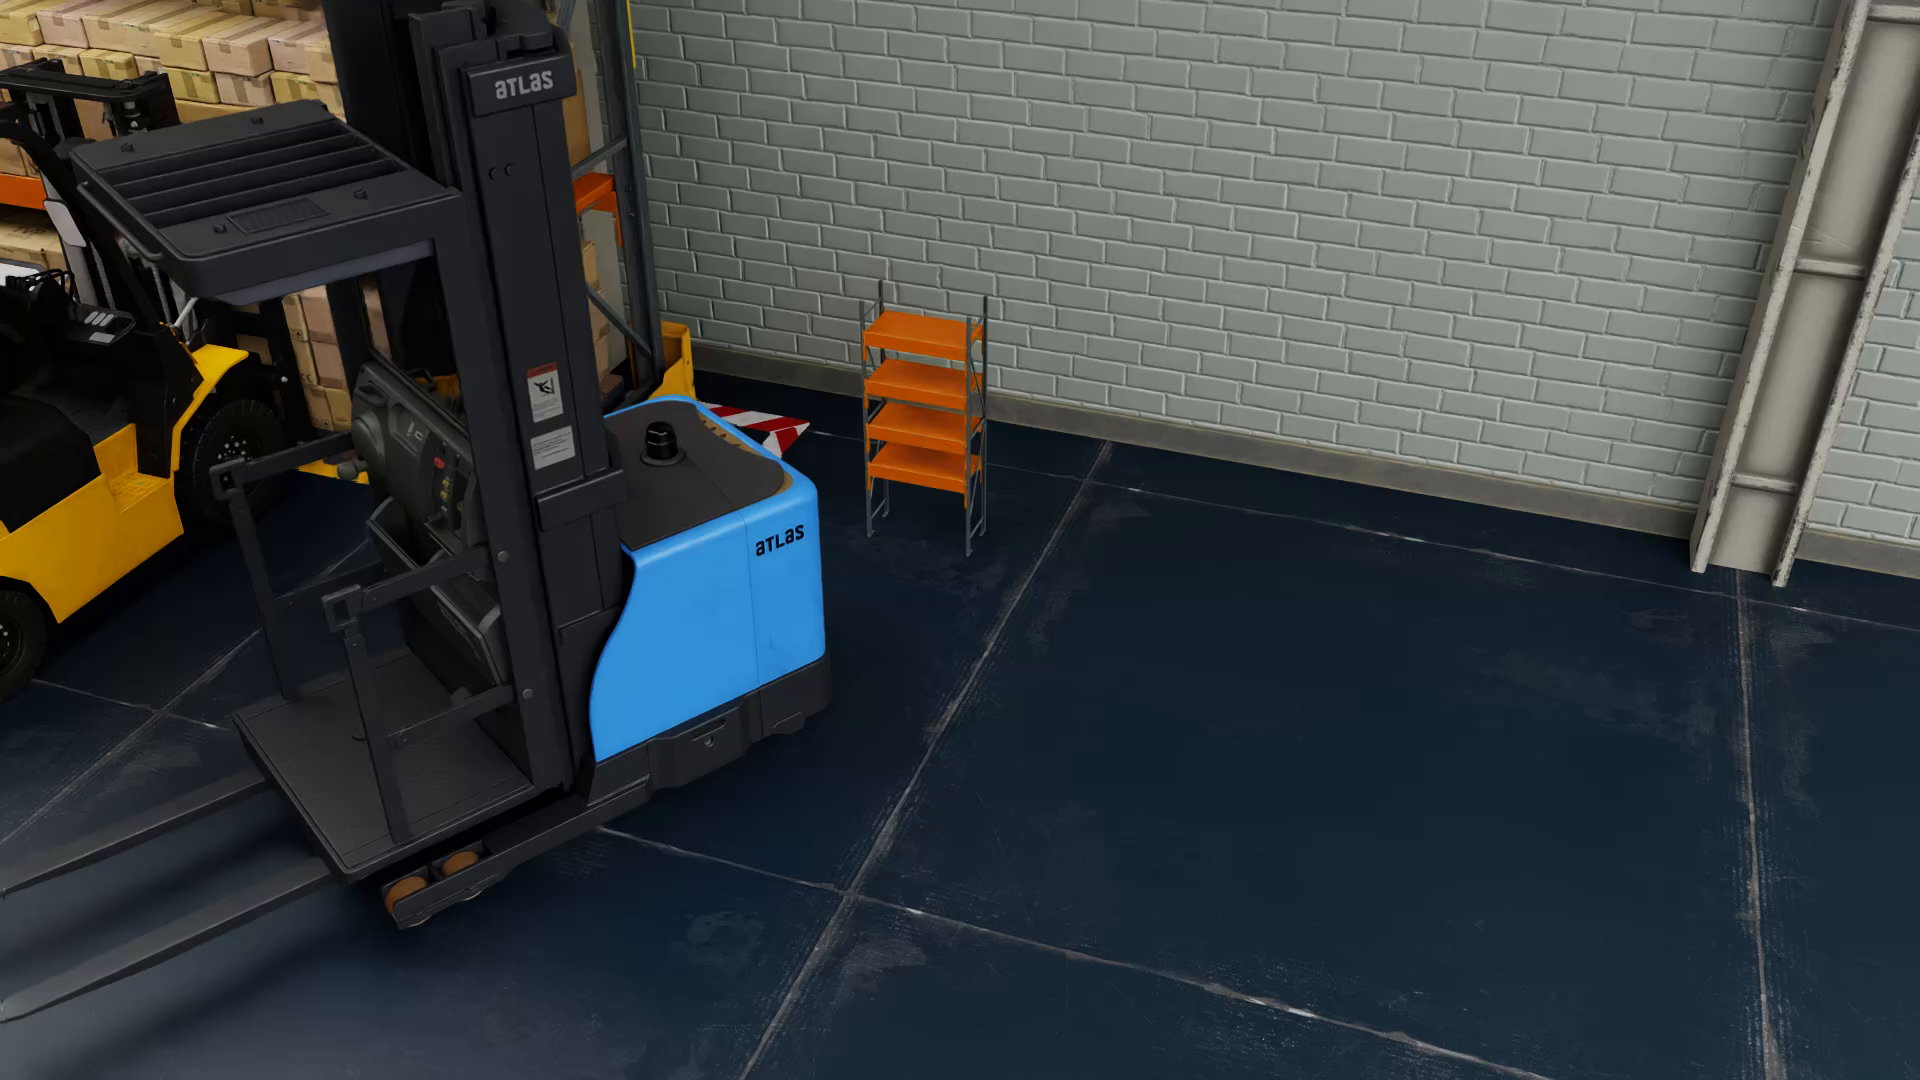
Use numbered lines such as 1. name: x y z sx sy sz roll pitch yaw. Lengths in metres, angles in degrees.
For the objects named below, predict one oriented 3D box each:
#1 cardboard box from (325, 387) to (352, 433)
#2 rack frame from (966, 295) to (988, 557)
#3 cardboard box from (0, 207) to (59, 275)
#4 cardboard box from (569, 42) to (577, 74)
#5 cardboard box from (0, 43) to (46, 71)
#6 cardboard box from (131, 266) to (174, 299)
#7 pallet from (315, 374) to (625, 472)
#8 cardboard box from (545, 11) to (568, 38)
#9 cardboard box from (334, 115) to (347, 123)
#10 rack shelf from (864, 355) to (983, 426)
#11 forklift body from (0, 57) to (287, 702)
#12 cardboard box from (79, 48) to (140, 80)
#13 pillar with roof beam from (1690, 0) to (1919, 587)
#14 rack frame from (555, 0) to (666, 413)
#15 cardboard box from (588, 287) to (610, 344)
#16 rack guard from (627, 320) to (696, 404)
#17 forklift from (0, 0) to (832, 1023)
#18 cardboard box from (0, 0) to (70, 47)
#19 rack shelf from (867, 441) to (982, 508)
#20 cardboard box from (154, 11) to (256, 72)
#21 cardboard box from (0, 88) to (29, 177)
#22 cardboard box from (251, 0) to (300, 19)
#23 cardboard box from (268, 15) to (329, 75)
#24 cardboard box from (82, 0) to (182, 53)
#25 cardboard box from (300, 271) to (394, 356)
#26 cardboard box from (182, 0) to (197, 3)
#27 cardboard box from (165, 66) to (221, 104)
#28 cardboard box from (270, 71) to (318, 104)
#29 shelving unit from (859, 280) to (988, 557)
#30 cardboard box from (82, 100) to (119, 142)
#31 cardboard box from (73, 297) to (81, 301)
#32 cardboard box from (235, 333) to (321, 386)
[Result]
1. cardboard box: -2.761 -0.716 8.241 0.500 0.250 0.500 11 34 16
2. rack frame: 0.074 -0.490 7.402 0.015 1.200 0.240 11 34 16
3. cardboard box: -4.685 -1.500 8.533 0.500 0.250 0.500 11 34 17
4. cardboard box: -1.979 -2.183 7.675 0.250 0.149 0.380 10 34 15
5. cardboard box: -4.349 -2.316 7.881 0.250 0.149 0.380 11 34 16
6. cardboard box: -3.722 -1.315 8.247 0.500 0.250 0.500 10 34 15
7. pallet: -2.481 -0.621 8.517 1.213 0.211 1.003 11 34 16
8. cardboard box: -1.991 -2.284 7.558 0.250 0.149 0.380 10 34 16
9. cardboard box: -2.785 -1.772 7.636 0.500 0.500 0.500 12 35 18
10. rack shelf: -0.156 -0.666 7.387 0.480 0.148 0.258 11 34 16
11. forklift body: -4.148 -0.733 6.902 1.214 2.155 2.313 11 34 16
12. cardboard box: -3.853 -2.235 7.756 0.250 0.149 0.380 10 34 15
13. pillar with roof beam: 2.097 -1.486 1.755 0.400 9.000 9.100 11 34 16
14. rack frame: -1.747 -1.674 7.577 0.127 3.000 1.000 11 34 16
15. cardboard box: -2.120 -1.097 8.371 0.500 0.250 0.500 12 35 17
16. rack guard: -1.725 -0.619 8.248 0.348 0.500 1.175 11 34 16
17. forklift: -1.972 -0.233 5.409 3.031 2.935 1.130 -24 40 -32
18. cardboard box: -4.332 -2.459 7.828 0.250 0.149 0.380 10 34 16
19. rack shelf: -0.156 -0.311 7.616 0.480 0.148 0.258 11 34 16
20. cardboard box: -3.391 -2.254 7.511 0.250 0.149 0.380 12 35 17
21. cardboard box: -4.687 -2.147 8.217 0.500 0.500 0.500 12 35 17
22. cardboard box: -3.178 -2.577 8.011 0.250 0.149 0.380 10 34 15
23. cardboard box: -2.863 -2.218 7.456 0.250 0.149 0.380 11 35 17
24. cardboard box: -3.833 -2.404 7.743 0.250 0.149 0.380 11 34 17
25. cardboard box: -2.769 -1.131 7.962 0.500 0.250 0.500 12 35 17
26. cardboard box: -3.688 -2.628 8.091 0.250 0.149 0.380 12 35 18
27. cardboard box: -3.384 -2.131 7.595 0.250 0.149 0.380 11 35 17
28. cardboard box: -2.872 -2.070 7.501 0.250 0.149 0.380 11 34 16
29. shelving unit: -0.156 -0.534 7.471 0.503 1.200 0.258 11 34 16
30. cardboard box: -3.744 -1.952 7.915 0.500 0.500 0.500 11 35 17
31. cardboard box: -4.218 -1.202 8.533 0.500 0.250 0.500 11 34 16
32. cardboard box: -3.273 -1.016 8.245 0.500 0.250 0.500 10 34 15
